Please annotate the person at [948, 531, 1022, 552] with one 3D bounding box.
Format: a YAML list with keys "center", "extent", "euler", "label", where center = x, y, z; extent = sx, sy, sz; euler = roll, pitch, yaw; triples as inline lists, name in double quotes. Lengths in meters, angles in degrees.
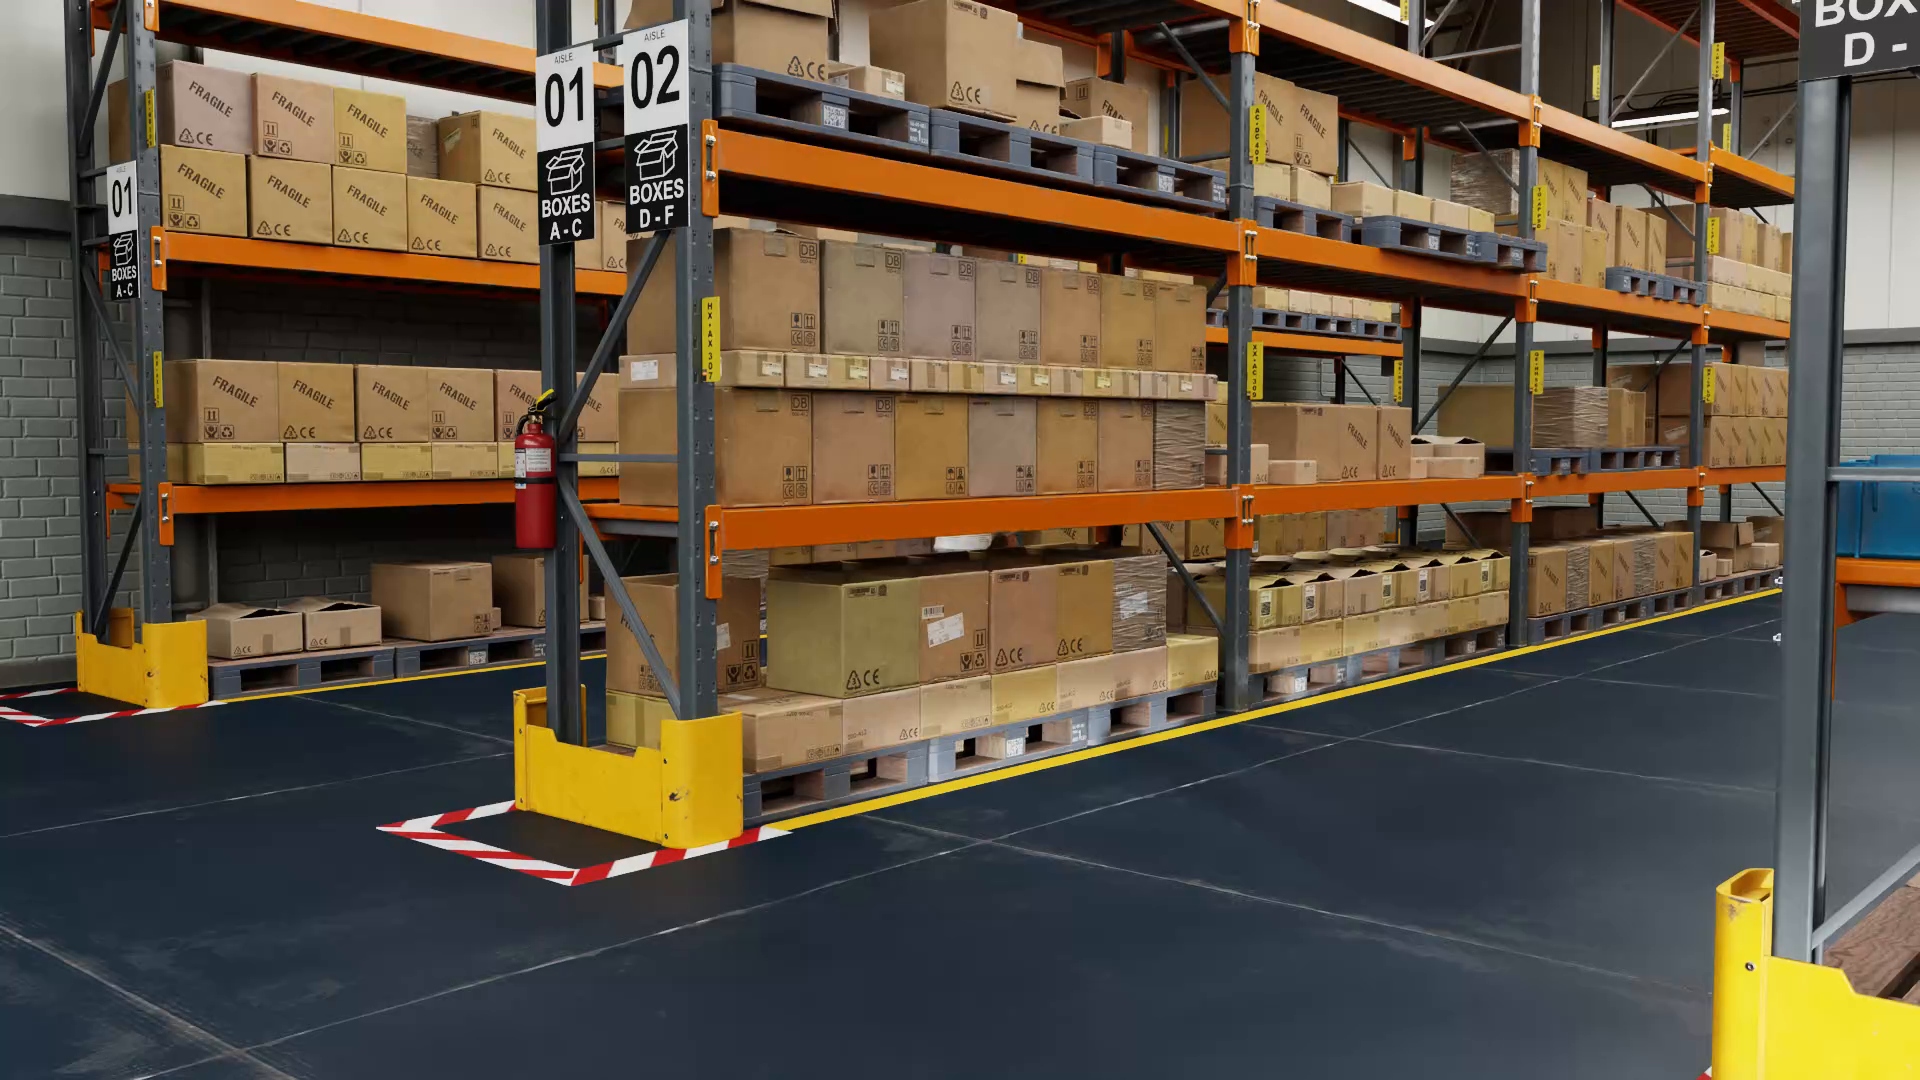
- center: [0.196, 0.294, 13.557]
  extent: [0.563, 0.942, 0.954]
  euler: [3, 5, 41]
  label: "person"
